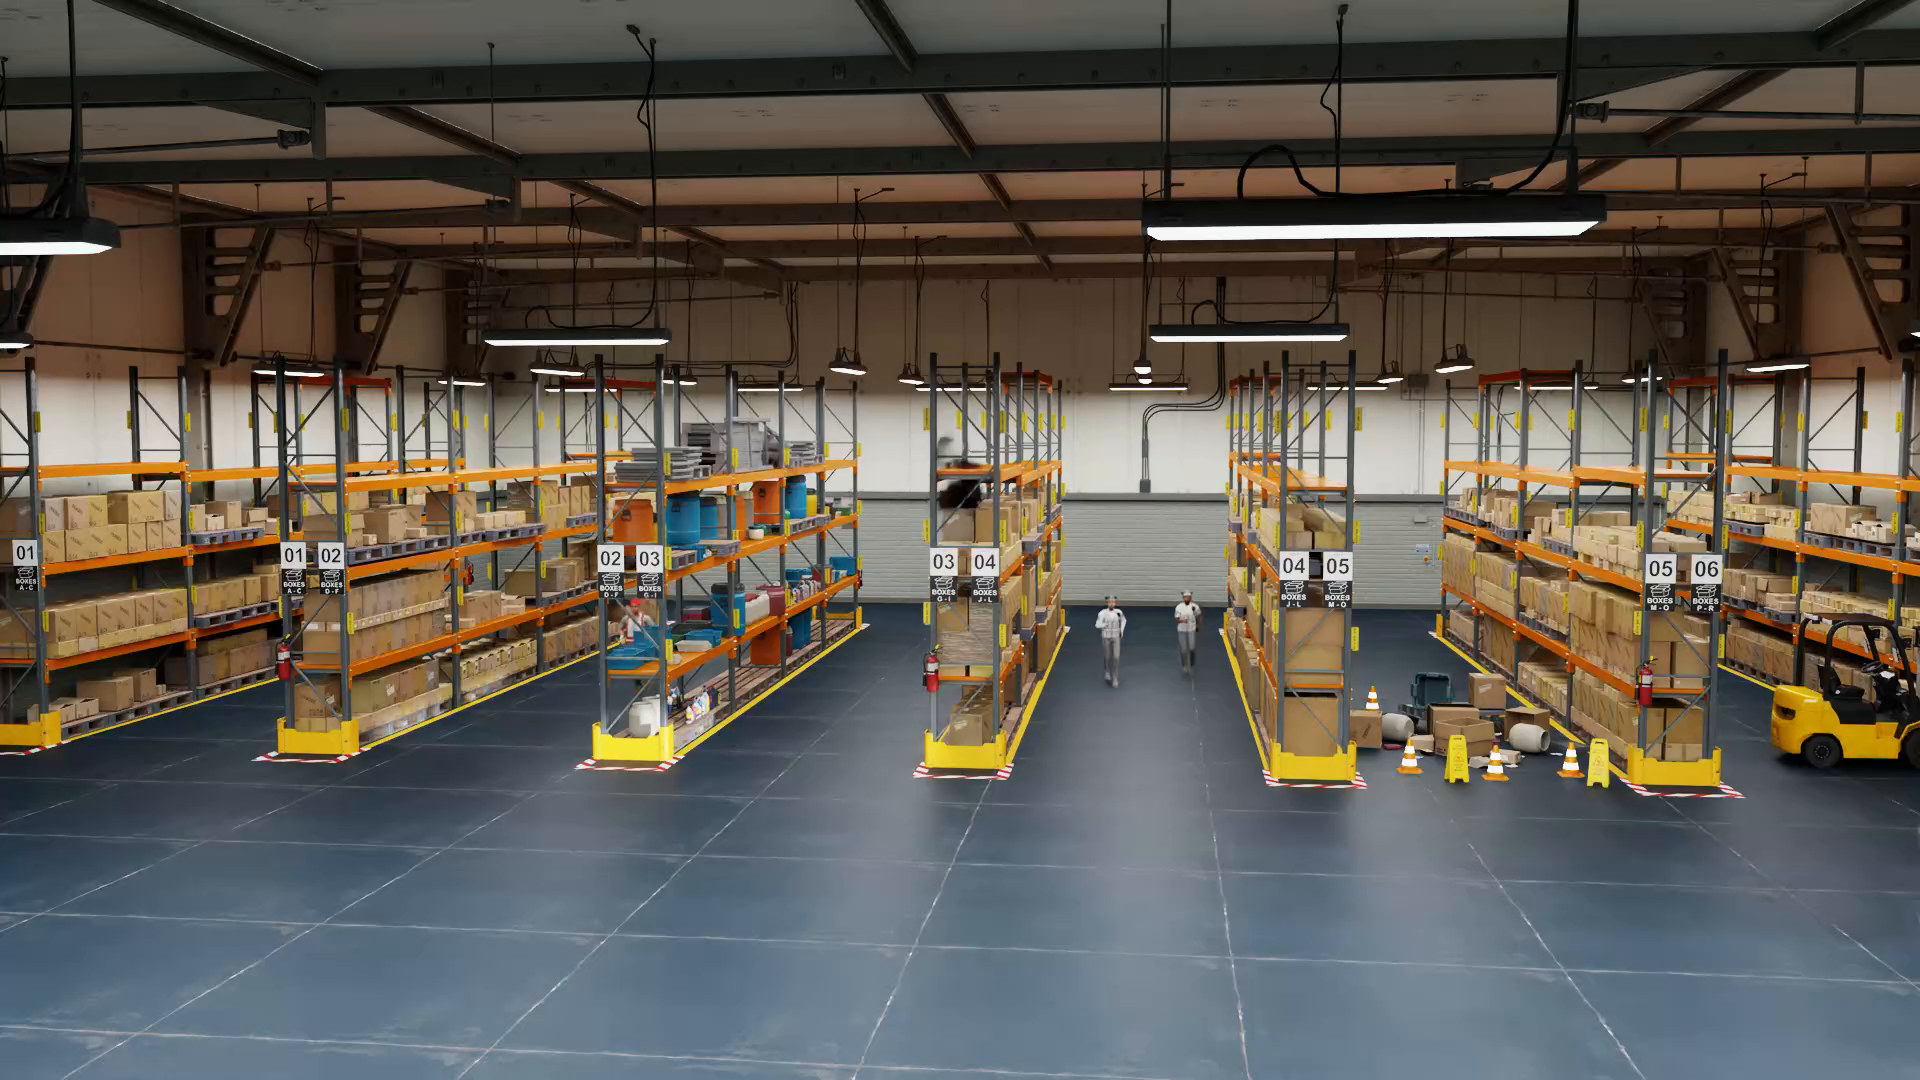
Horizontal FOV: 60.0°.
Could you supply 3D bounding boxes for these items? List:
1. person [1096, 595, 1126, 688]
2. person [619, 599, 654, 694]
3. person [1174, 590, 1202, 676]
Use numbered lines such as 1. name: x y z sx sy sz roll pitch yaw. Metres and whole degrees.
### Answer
1. person: 2.882 1.900 31.690 0.606 1.721 0.809 0 4 0
2. person: -5.972 1.961 30.543 0.659 1.745 0.572 0 4 6
3. person: 4.517 1.834 32.910 0.543 1.715 0.698 1 4 9
